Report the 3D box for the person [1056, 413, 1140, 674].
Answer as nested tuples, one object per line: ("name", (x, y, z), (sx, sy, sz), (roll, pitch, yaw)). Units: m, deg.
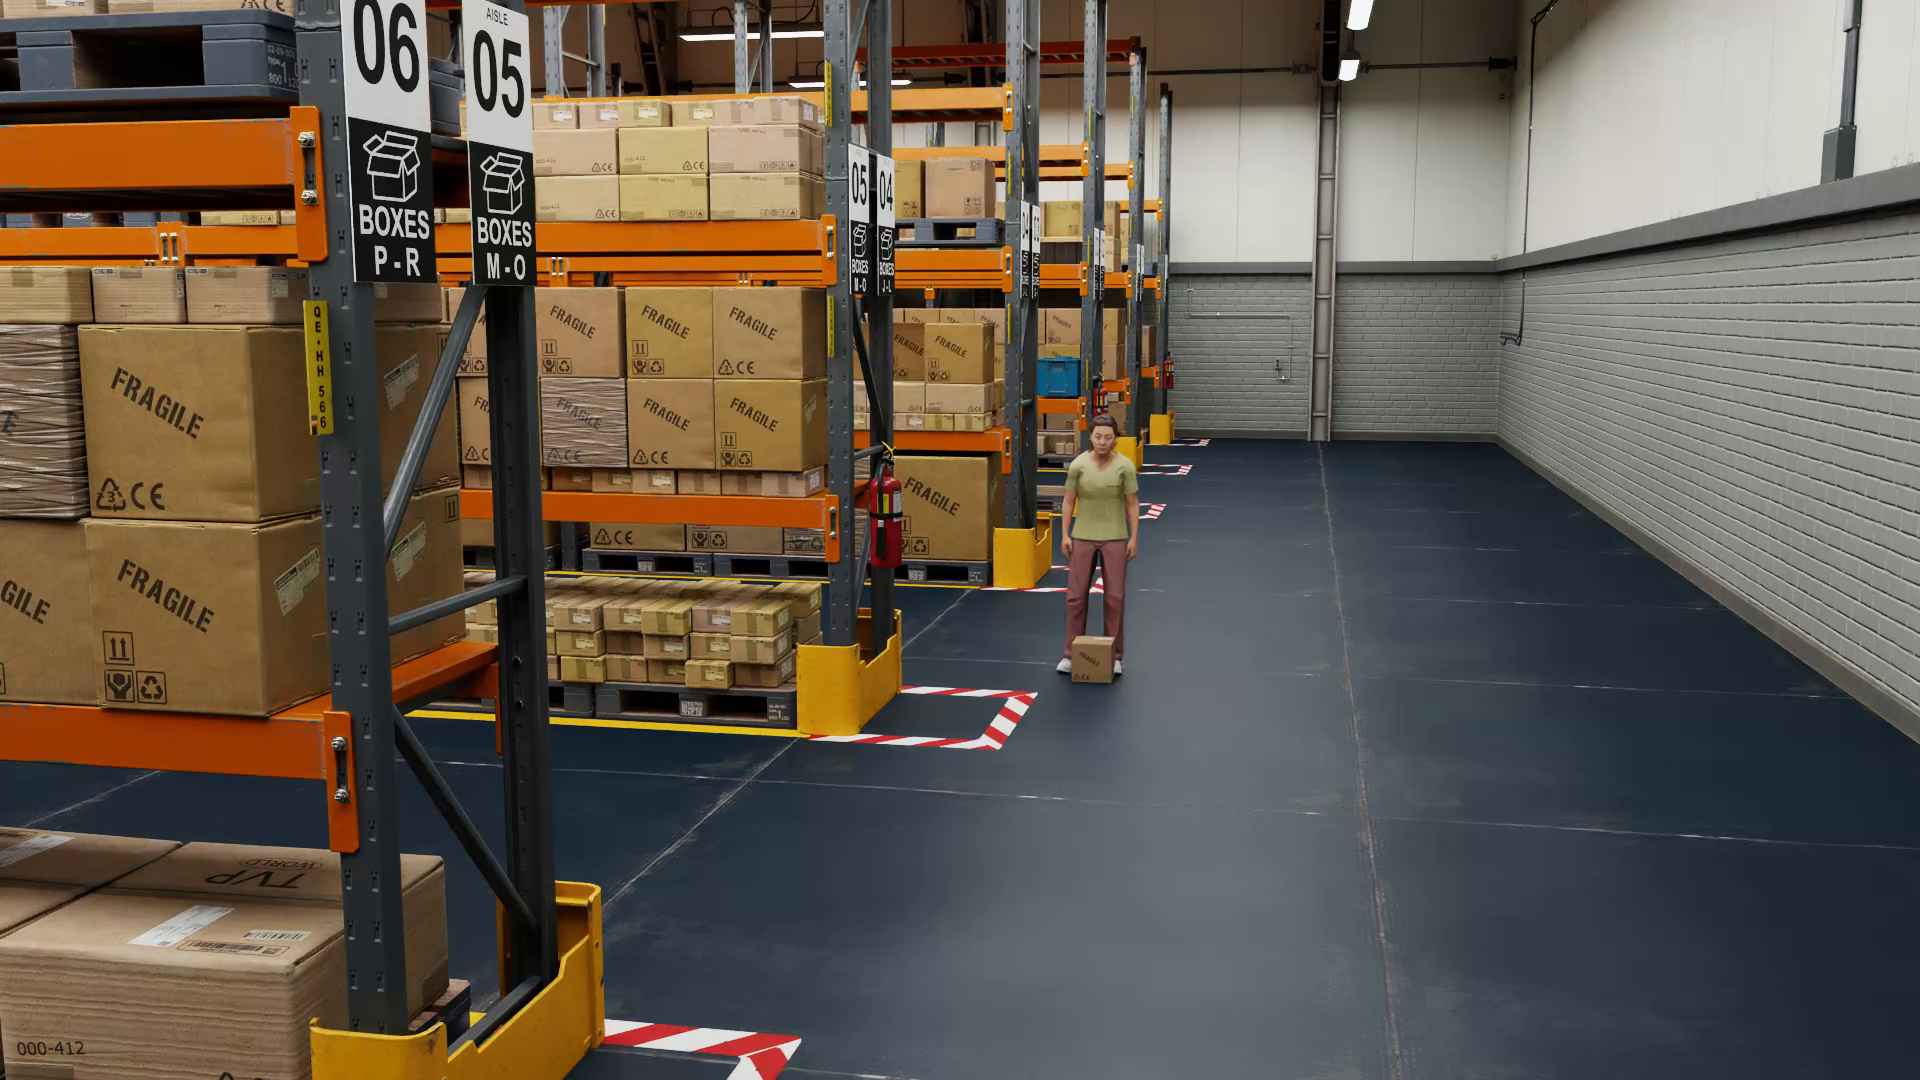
("person", (0.893, 0.019, 10.692), (0.510, 1.671, 0.361), (1, 8, 9))
